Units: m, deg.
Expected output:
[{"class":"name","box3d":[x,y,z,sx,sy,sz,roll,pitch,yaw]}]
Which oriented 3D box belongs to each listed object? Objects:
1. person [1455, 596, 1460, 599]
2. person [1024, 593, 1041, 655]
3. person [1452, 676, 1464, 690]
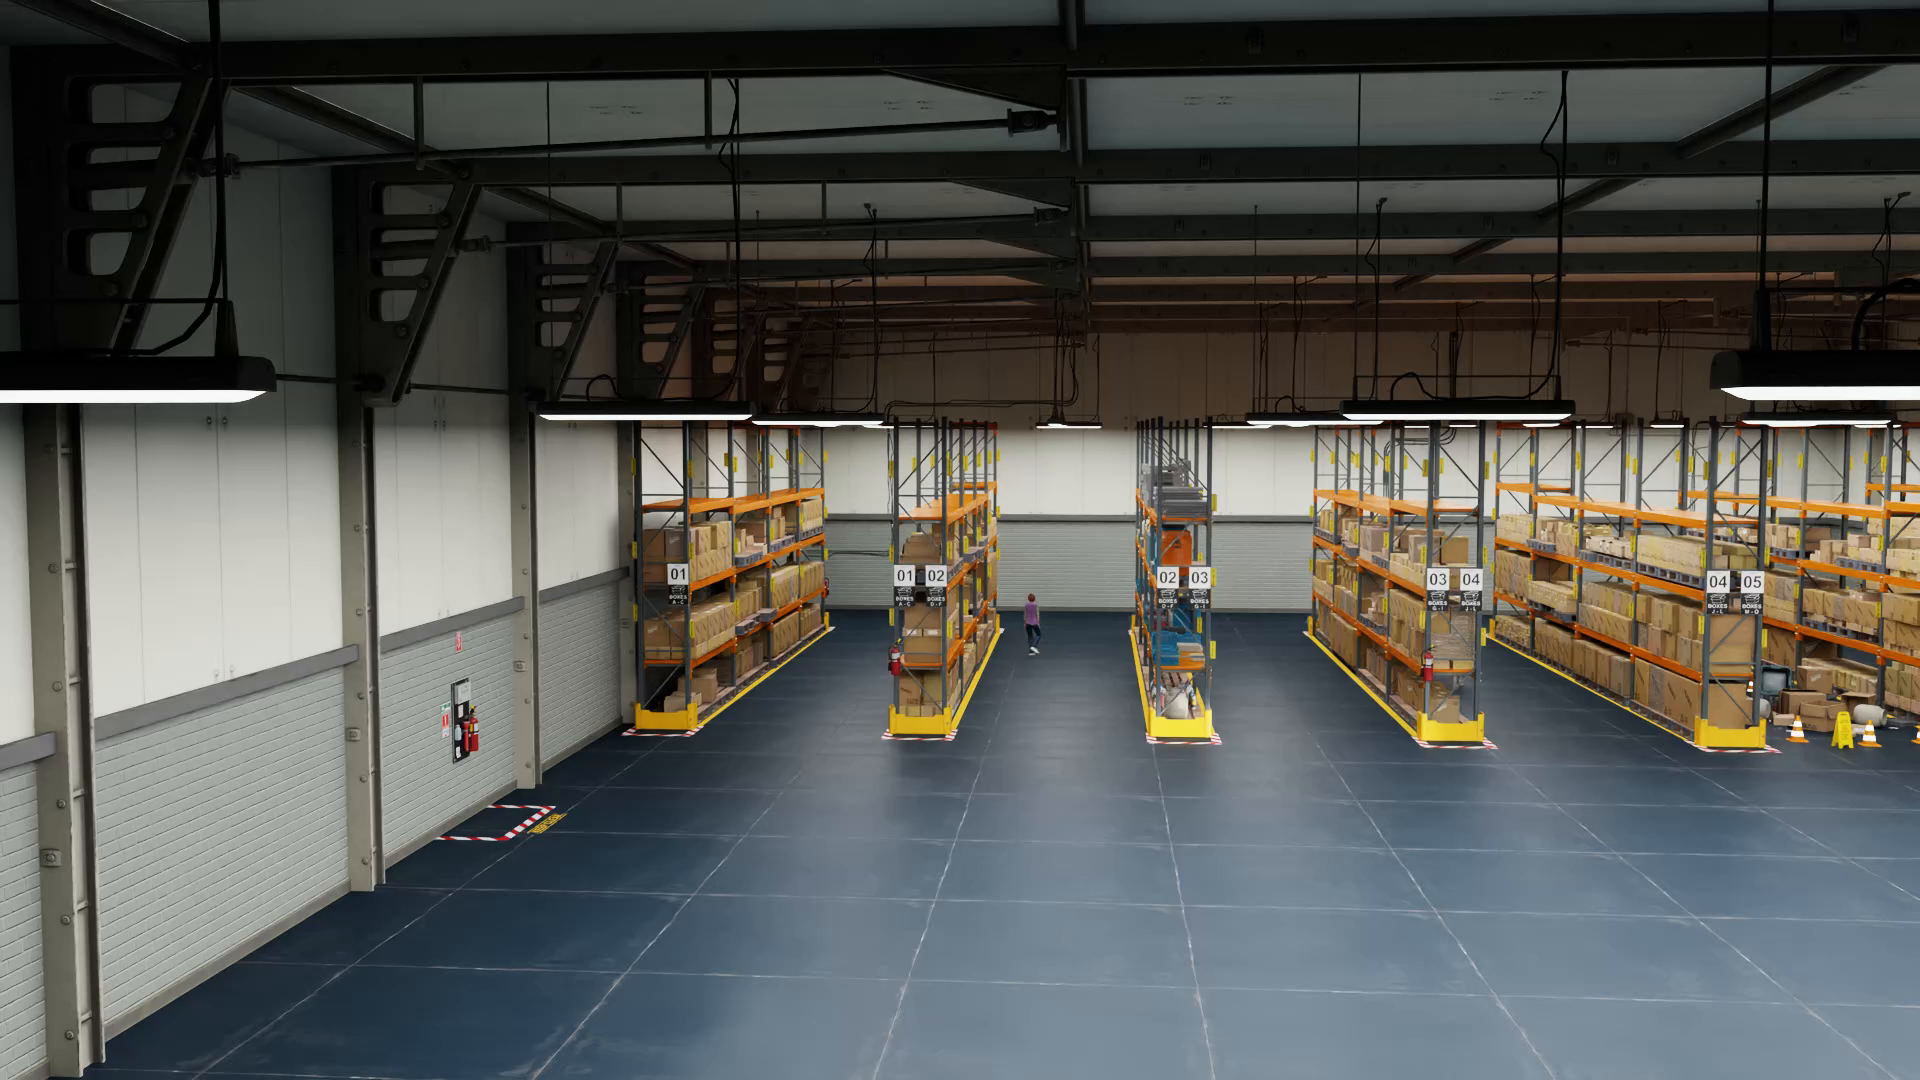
[{"class":"person","box3d":[14.361,1.648,48.750,0.669,1.723,1.049,1,4,14]},{"class":"person","box3d":[1.828,2.159,42.435,0.455,1.595,0.450,1,4,19]},{"class":"person","box3d":[11.163,2.468,37.162,0.535,1.676,0.661,1,4,14]}]
